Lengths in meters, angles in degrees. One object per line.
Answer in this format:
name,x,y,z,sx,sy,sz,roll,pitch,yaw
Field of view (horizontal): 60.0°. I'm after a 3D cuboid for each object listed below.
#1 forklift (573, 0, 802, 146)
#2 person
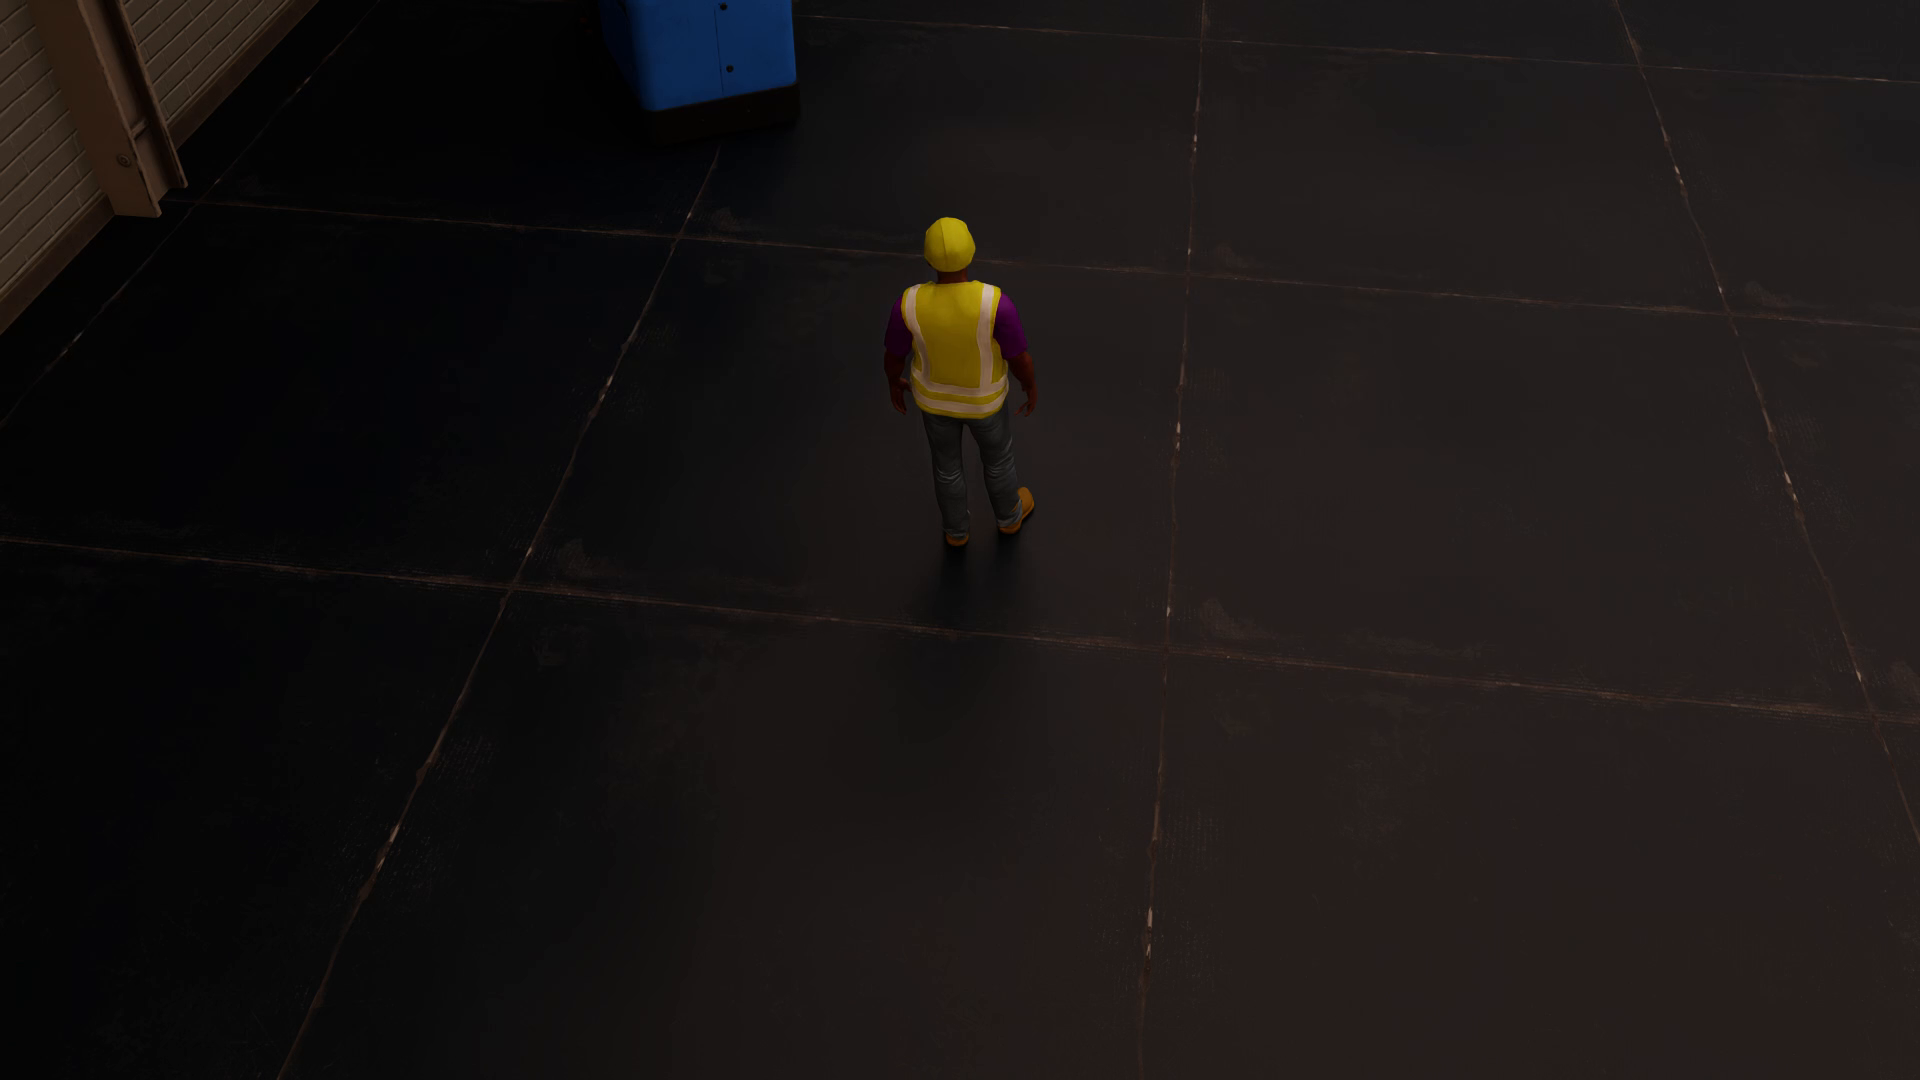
forklift,-2.064,-4.569,10.698,1.130,2.935,3.031,-16,45,-16
person,0.016,-0.702,7.338,0.665,1.765,0.577,5,43,6
